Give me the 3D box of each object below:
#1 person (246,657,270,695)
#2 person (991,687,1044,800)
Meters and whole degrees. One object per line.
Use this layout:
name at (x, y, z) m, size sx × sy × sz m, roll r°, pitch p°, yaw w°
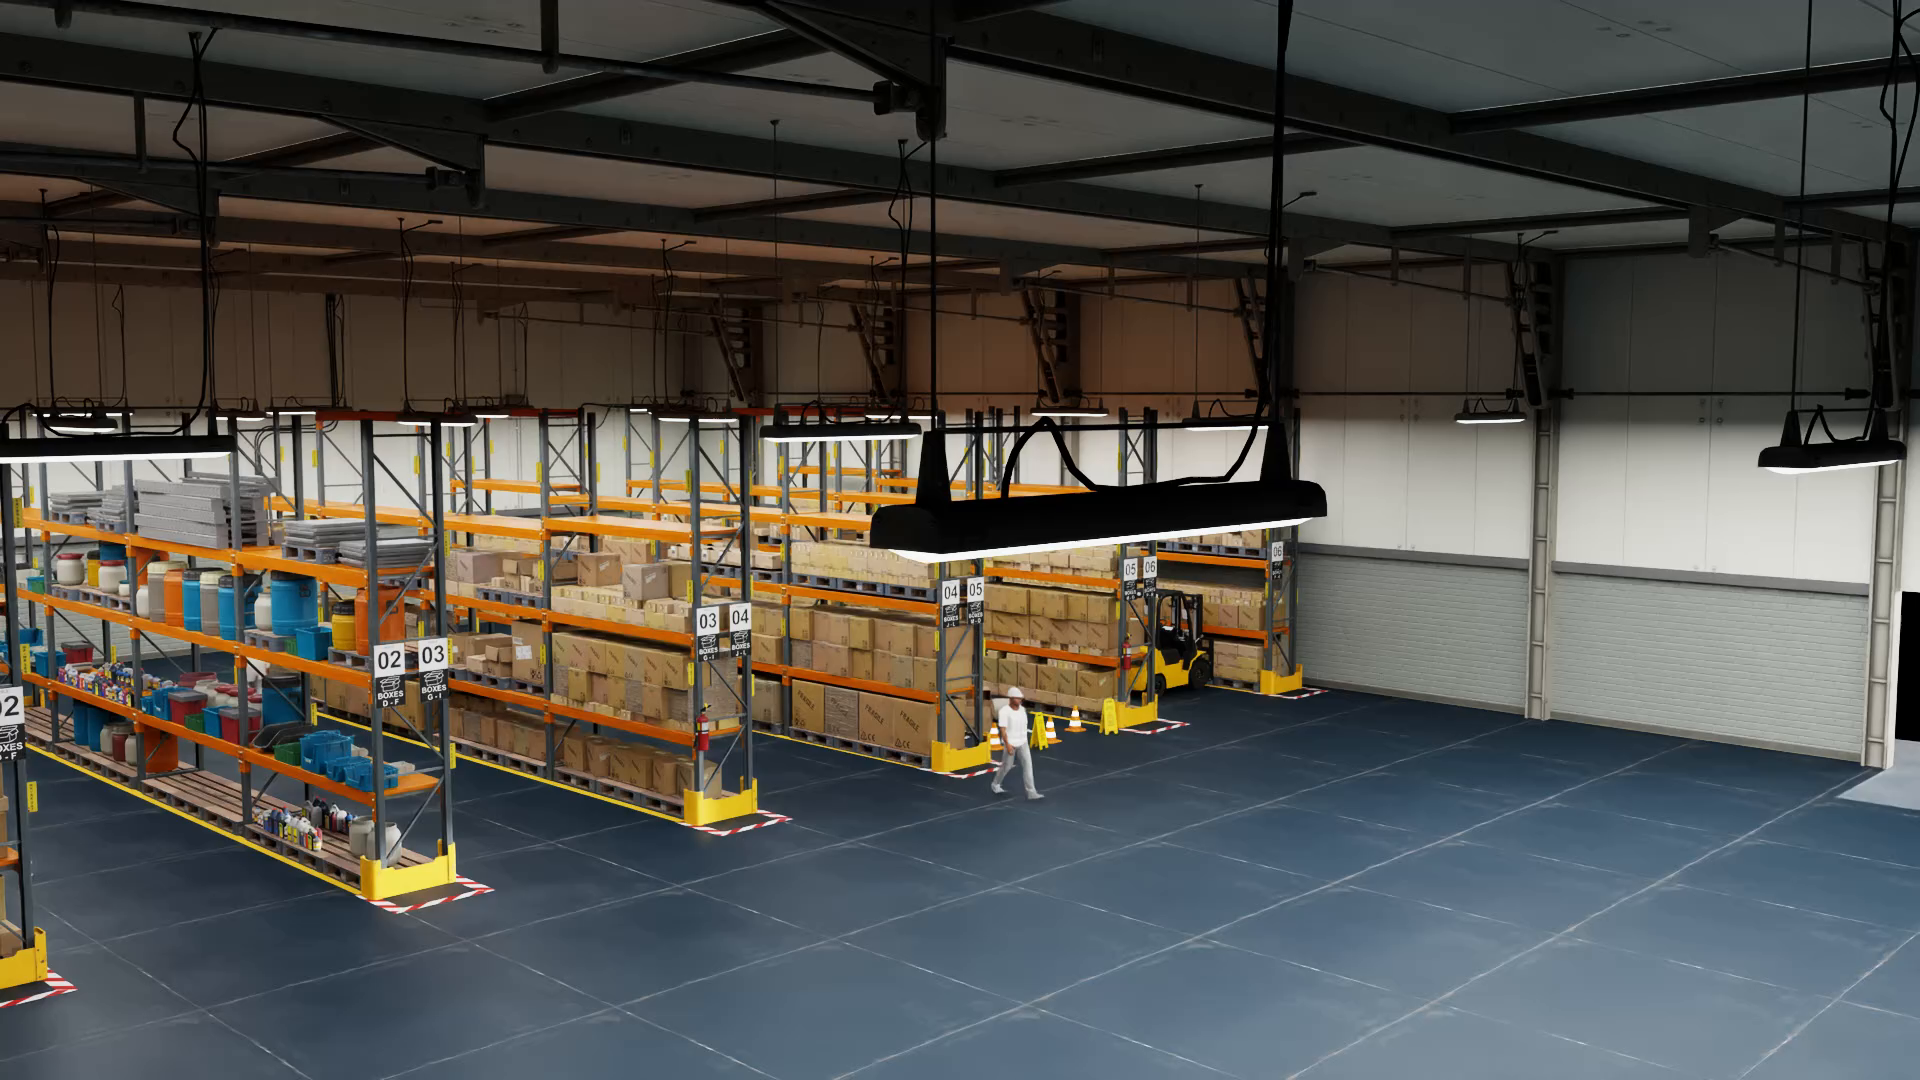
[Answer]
person at (-13.889, 2.533, 32.770) m, size 0.625 × 1.776 × 0.536 m, roll -5°, pitch 7°, yaw -44°
person at (0.881, 3.171, 25.906) m, size 0.599 × 1.730 × 0.993 m, roll -4°, pitch 7°, yaw -40°
